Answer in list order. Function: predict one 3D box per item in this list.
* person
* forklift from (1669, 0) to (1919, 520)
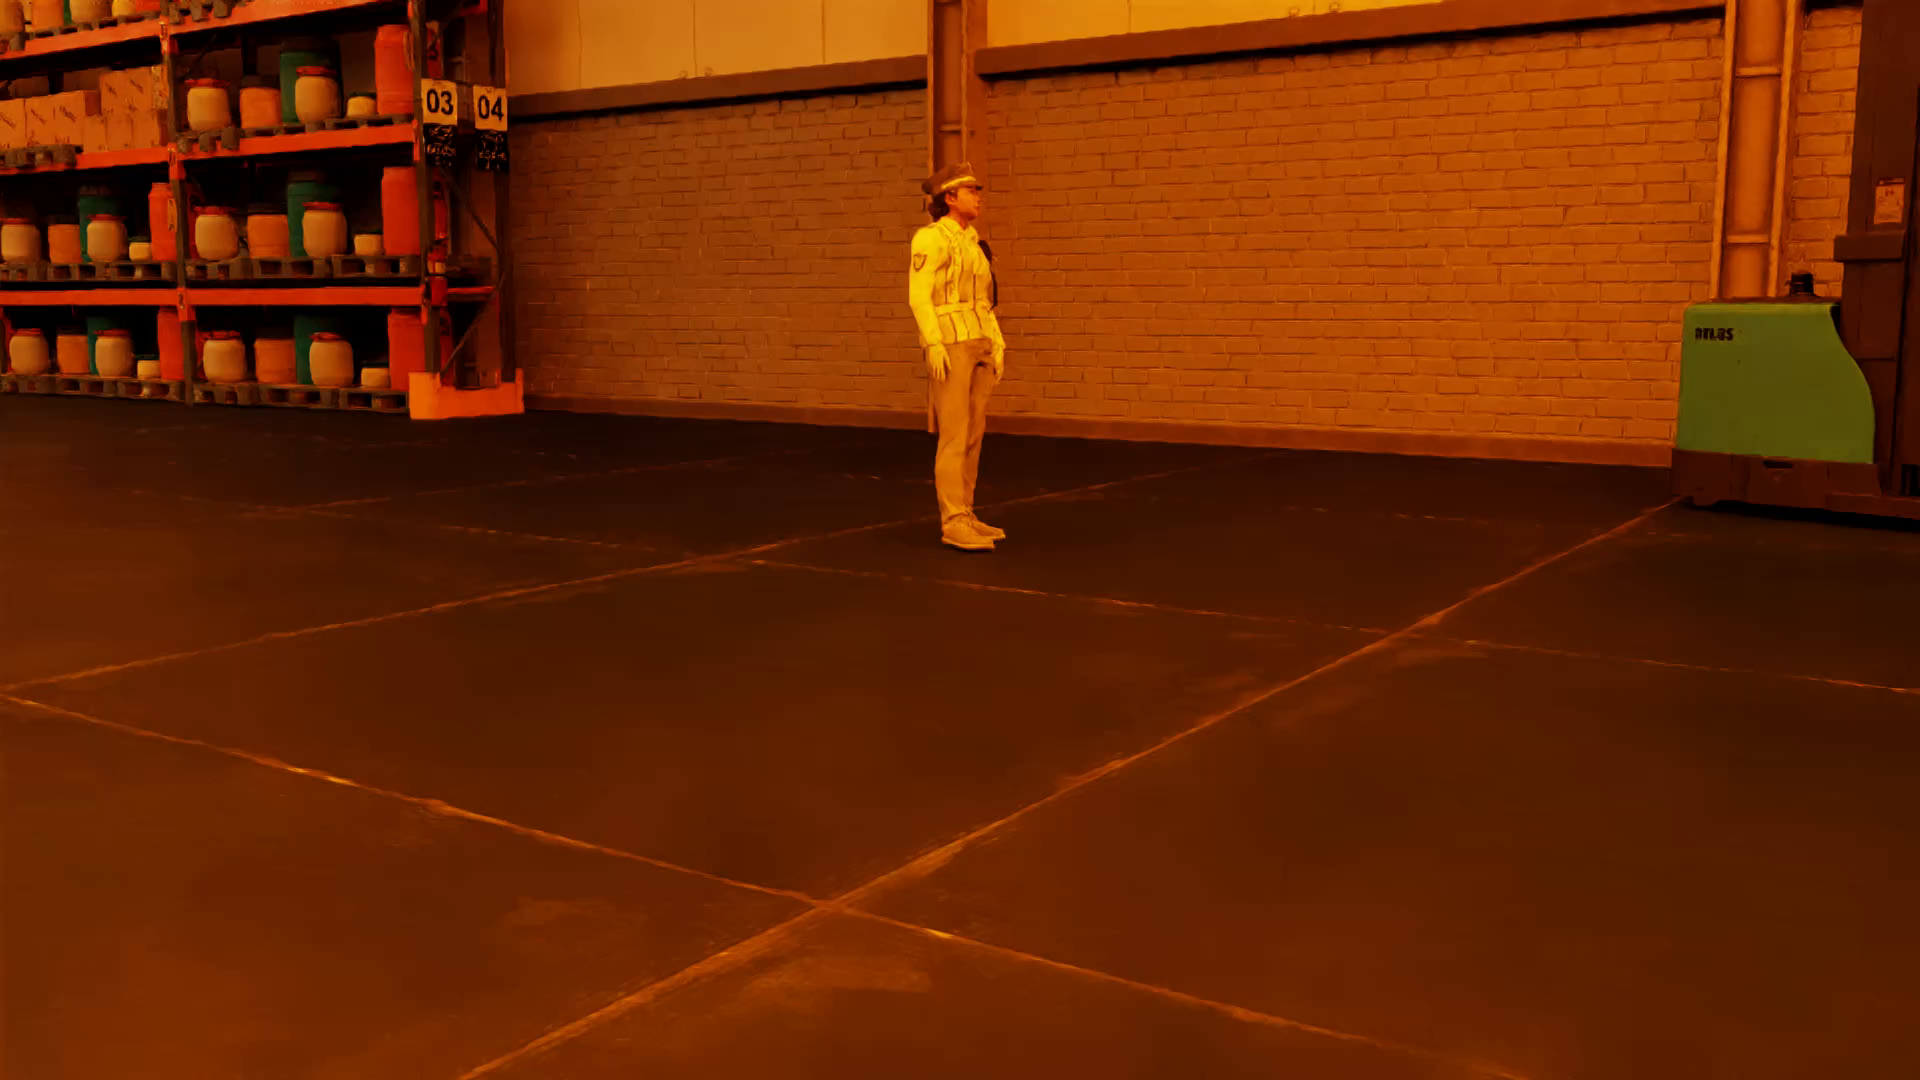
[{"bbox_3d":[0.052,-0.840,7.440,0.533,1.695,0.586,5,10,34],"label":"person"},{"bbox_3d":[5.037,-1.497,7.722,1.130,2.935,3.031,-6,10,-36],"label":"forklift"}]
